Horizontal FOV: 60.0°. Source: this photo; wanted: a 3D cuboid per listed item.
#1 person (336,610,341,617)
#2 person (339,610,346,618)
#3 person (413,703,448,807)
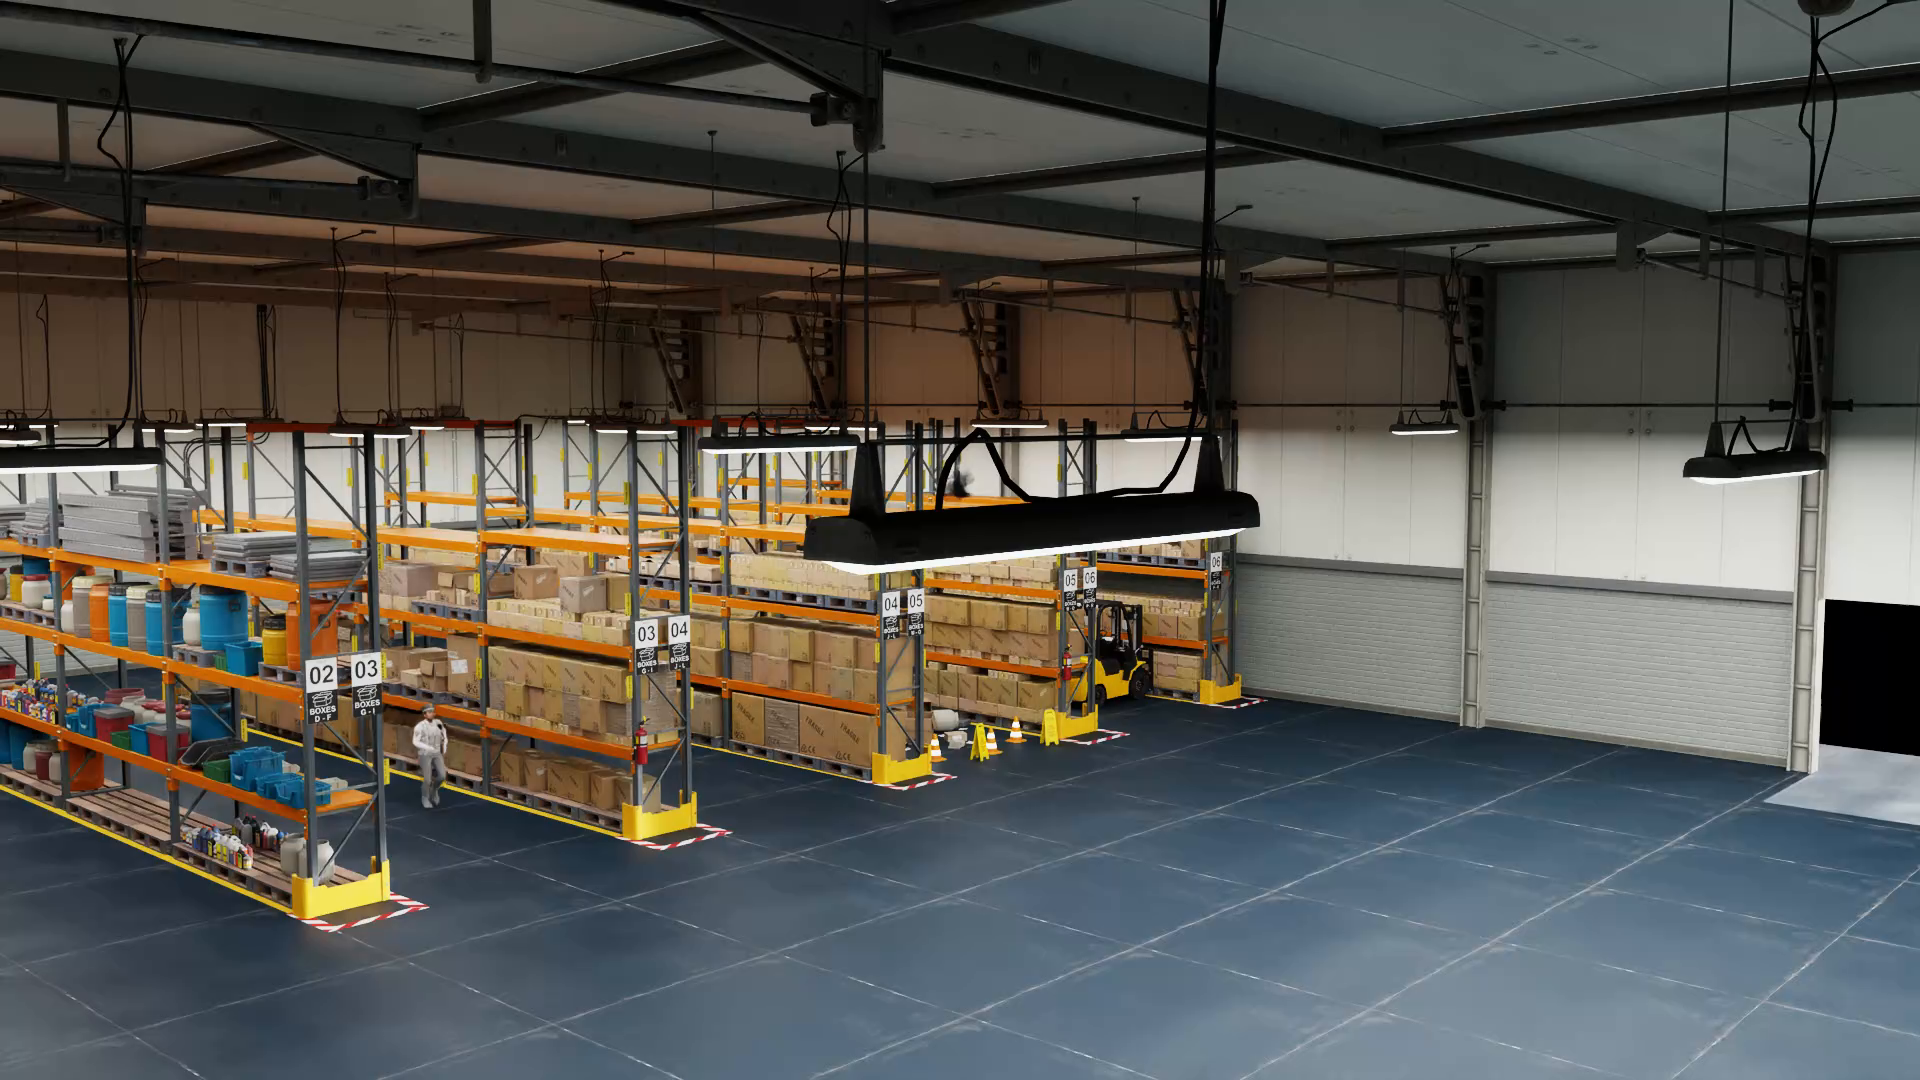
[{"bbox_3d":[-14.301,2.392,37.920,0.790,1.737,0.729,-1,5,-8],"label":"person"},{"bbox_3d":[-14.316,2.402,38.384,0.665,1.608,0.489,1,5,13],"label":"person"},{"bbox_3d":[-8.265,3.370,26.047,0.616,1.663,0.604,-4,6,-44],"label":"person"}]
